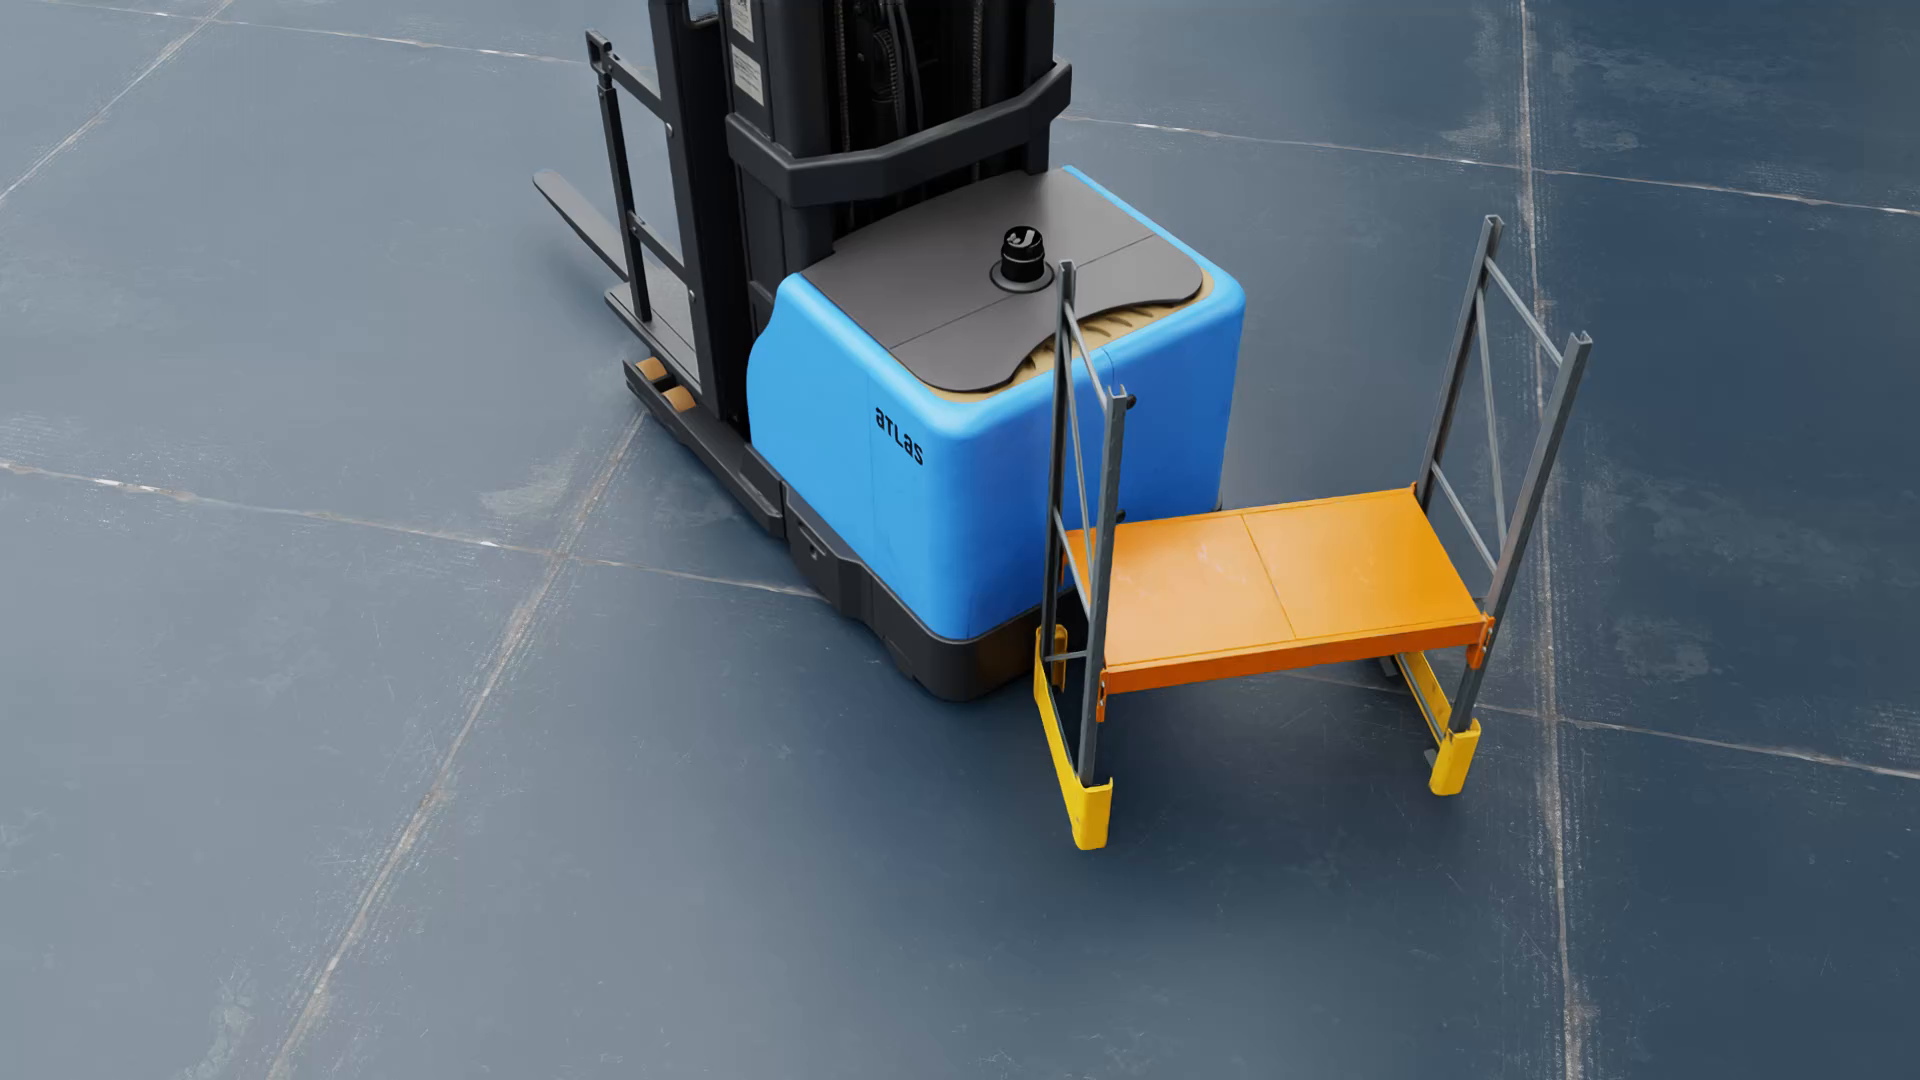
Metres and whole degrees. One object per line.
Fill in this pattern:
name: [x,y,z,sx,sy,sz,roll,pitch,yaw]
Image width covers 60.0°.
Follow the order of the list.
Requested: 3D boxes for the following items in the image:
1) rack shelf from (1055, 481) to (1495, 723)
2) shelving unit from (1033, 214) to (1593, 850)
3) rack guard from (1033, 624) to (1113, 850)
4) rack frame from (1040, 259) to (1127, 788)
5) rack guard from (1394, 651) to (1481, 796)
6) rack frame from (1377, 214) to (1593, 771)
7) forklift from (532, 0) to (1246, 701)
rack shelf: [0.782,0.146,4.276,1.000,0.185,0.538,-7,44,-7]
shelving unit: [0.791,0.016,4.152,1.083,1.500,0.587,-7,44,-7]
rack guard: [0.301,0.528,4.522,0.087,0.250,0.587,-7,44,-7]
rack frame: [0.282,0.080,4.086,0.032,1.500,0.500,-7,44,-7]
rack guard: [1.281,0.404,4.650,0.087,0.250,0.587,-7,44,-7]
rack frame: [1.282,-0.046,4.217,0.032,1.500,0.500,-7,44,-7]
forklift: [-0.489,-1.585,4.784,1.130,2.935,3.031,-27,50,-25]
